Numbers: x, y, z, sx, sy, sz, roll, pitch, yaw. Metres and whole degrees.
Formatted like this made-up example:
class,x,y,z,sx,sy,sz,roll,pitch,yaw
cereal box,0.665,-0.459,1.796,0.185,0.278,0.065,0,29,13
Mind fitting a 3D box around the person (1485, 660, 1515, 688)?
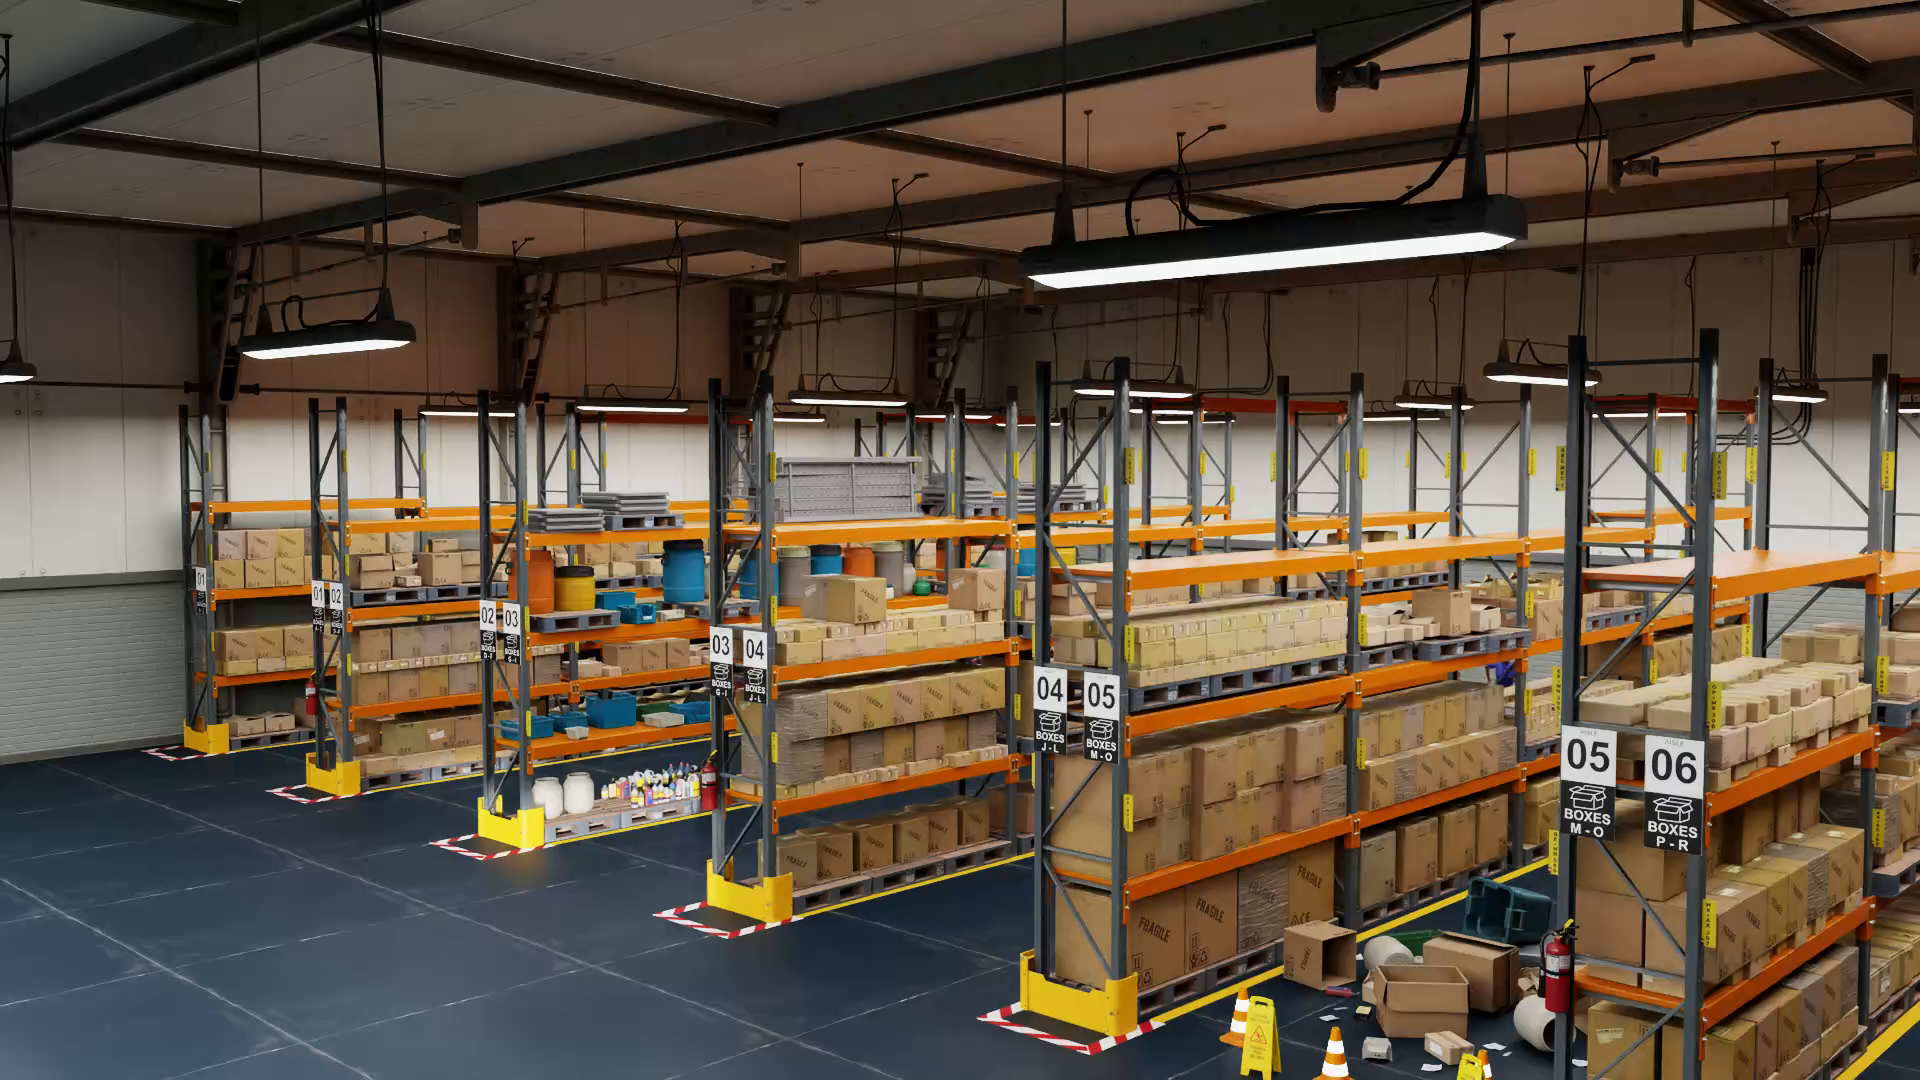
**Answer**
class,x,y,z,sx,sy,sz,roll,pitch,yaw
person,9.807,2.778,30.034,0.562,1.659,0.854,0,3,6
